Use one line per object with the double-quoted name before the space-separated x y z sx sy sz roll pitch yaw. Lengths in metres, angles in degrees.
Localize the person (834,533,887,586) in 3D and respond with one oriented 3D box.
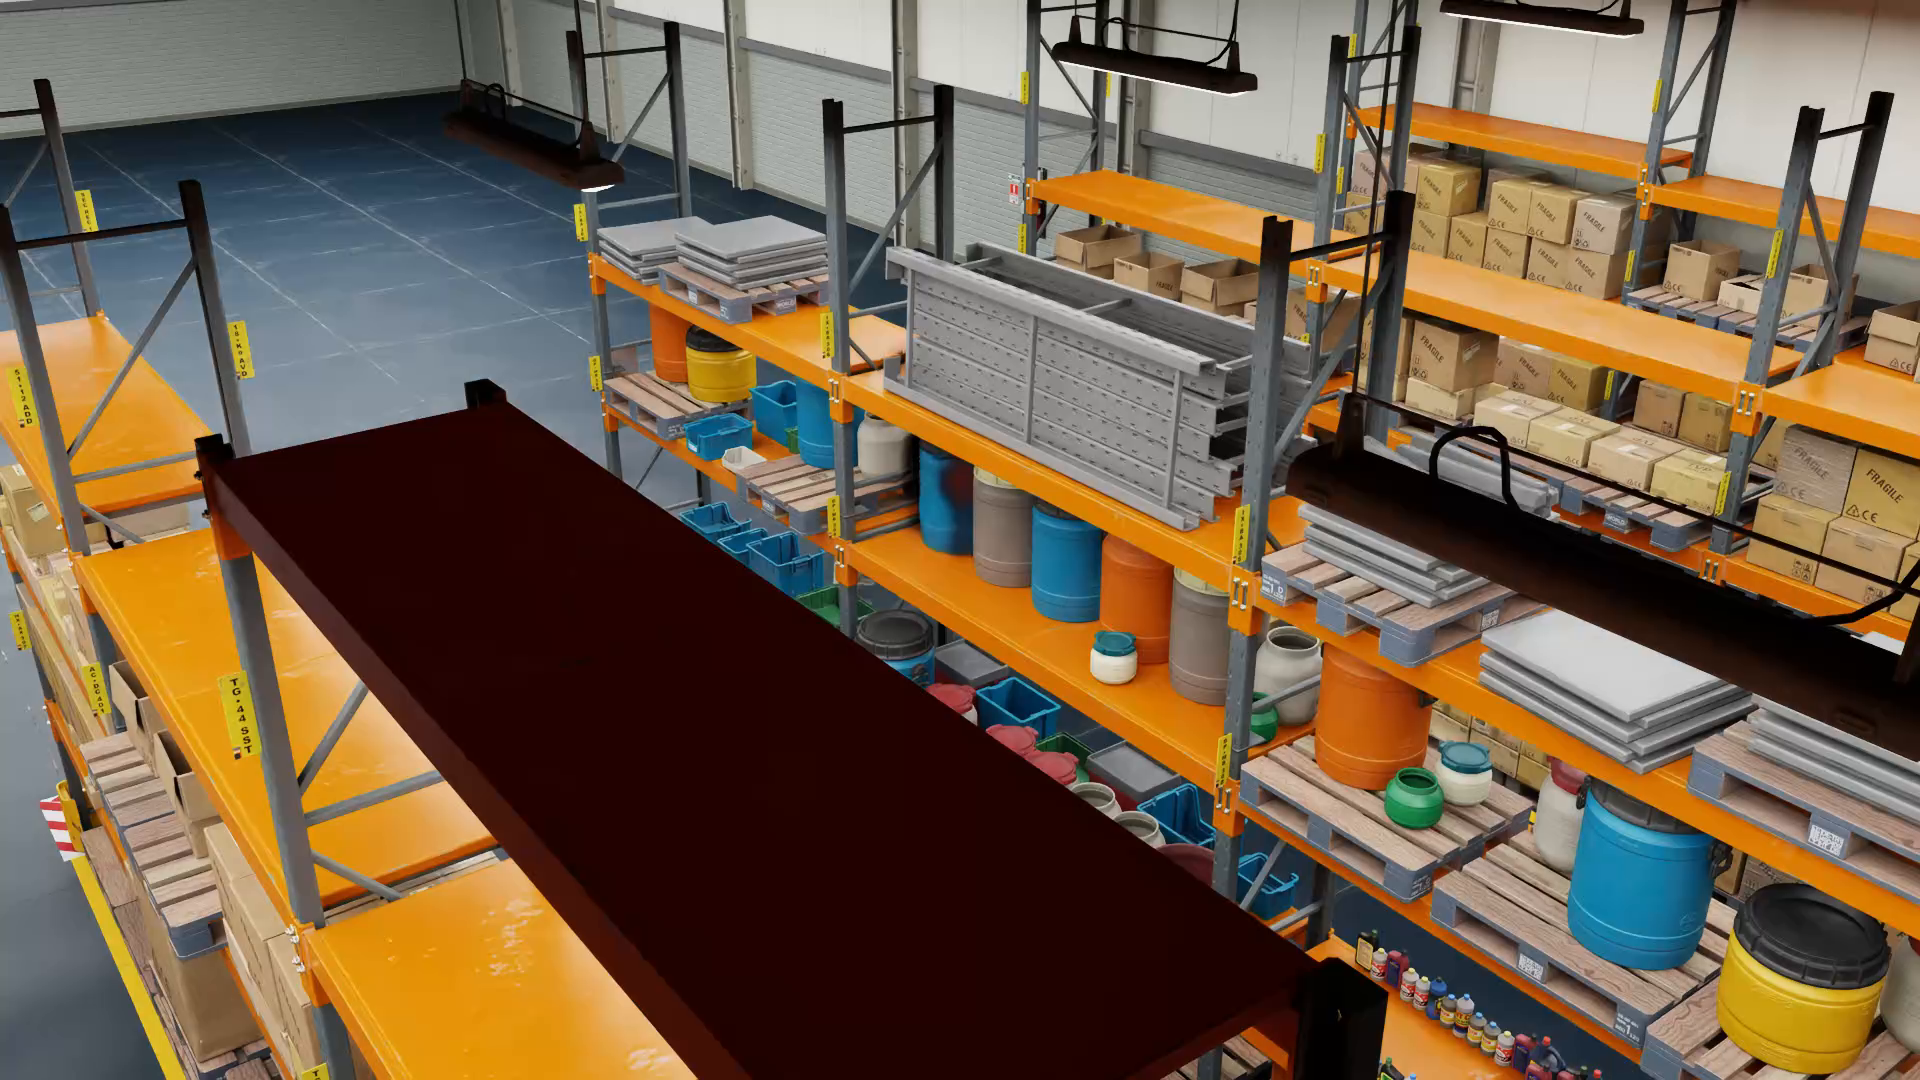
"person" -1.090 -0.182 17.294 0.644 1.727 0.493 17 30 33
